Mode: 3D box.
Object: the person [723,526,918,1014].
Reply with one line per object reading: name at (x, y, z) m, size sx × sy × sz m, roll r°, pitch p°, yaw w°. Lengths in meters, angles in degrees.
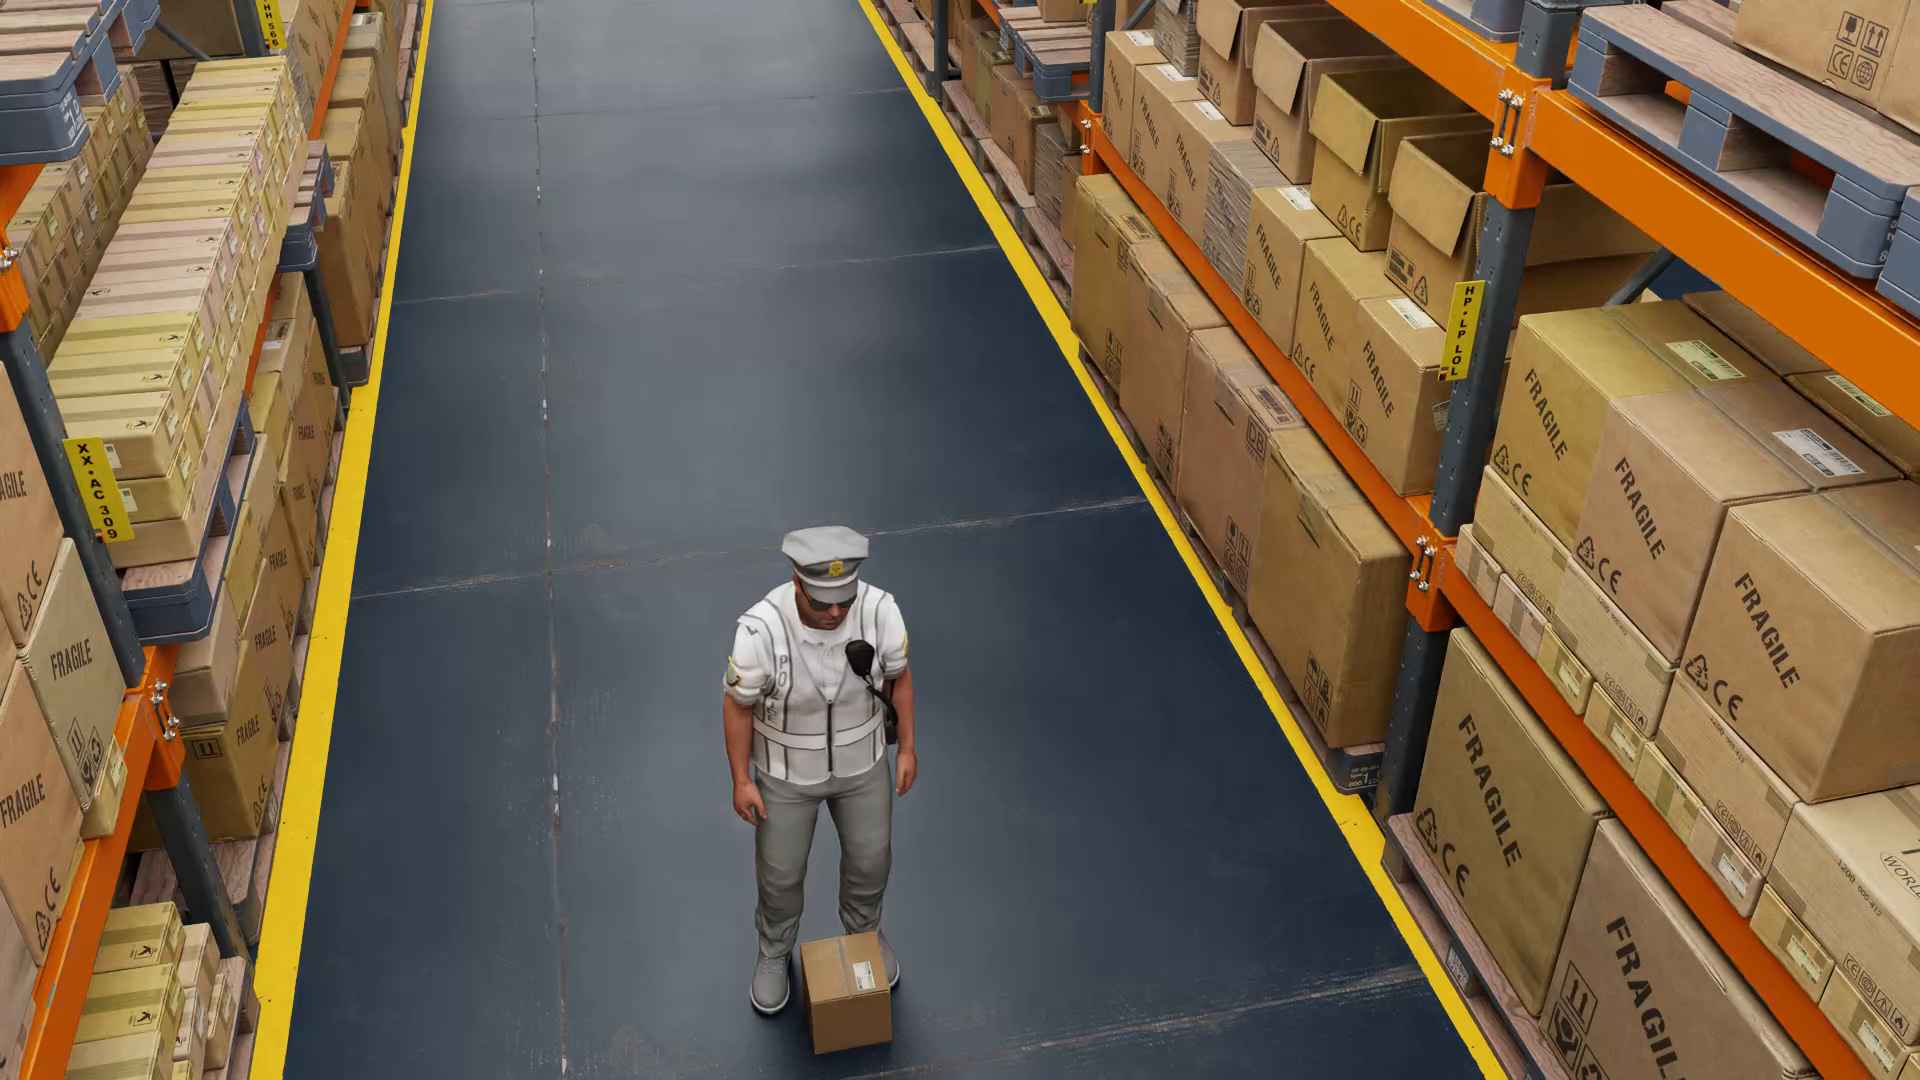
person at (-0.428, 0.678, 5.136) m, size 0.606 × 1.748 × 0.435 m, roll -9°, pitch 35°, yaw -13°
